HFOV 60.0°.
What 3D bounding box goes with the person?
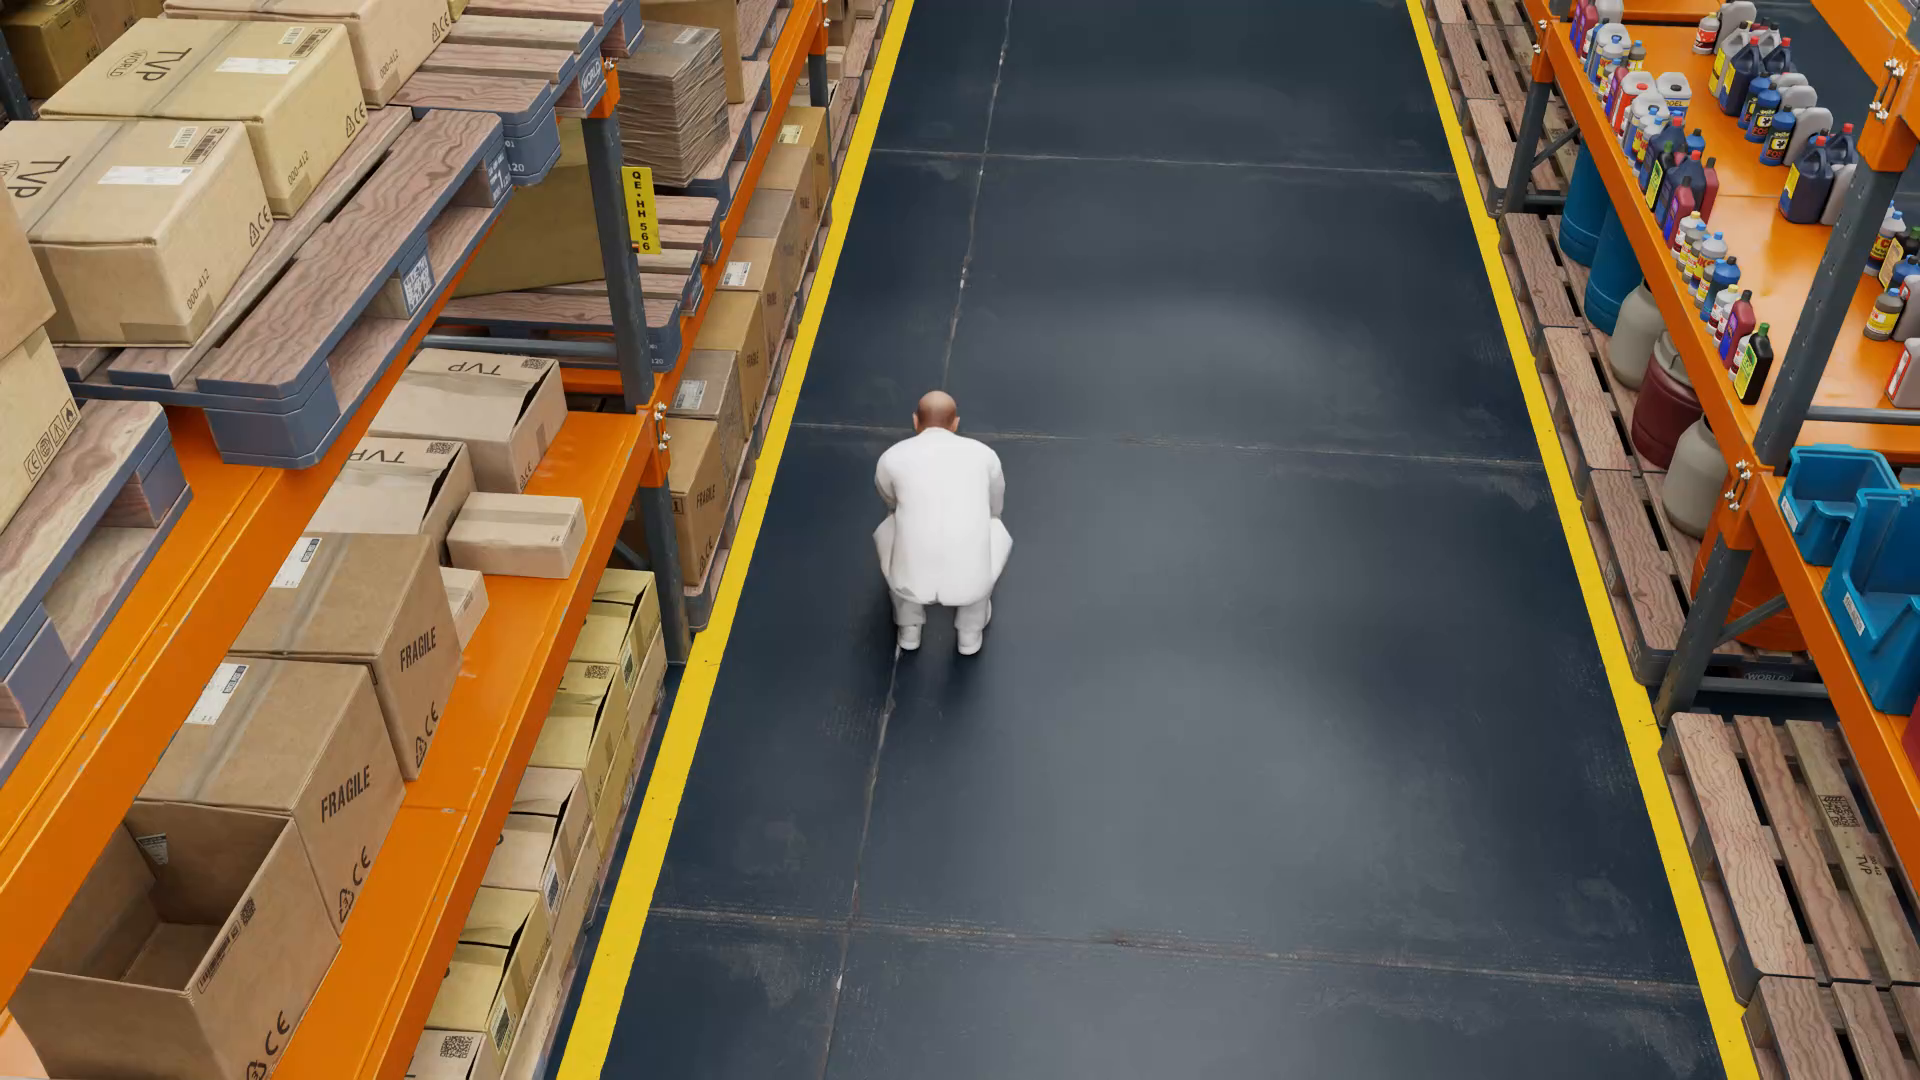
[{"bbox_3d":[-0.071,-0.061,6.968,0.594,0.887,0.905,3,40,4],"label":"person"}]
